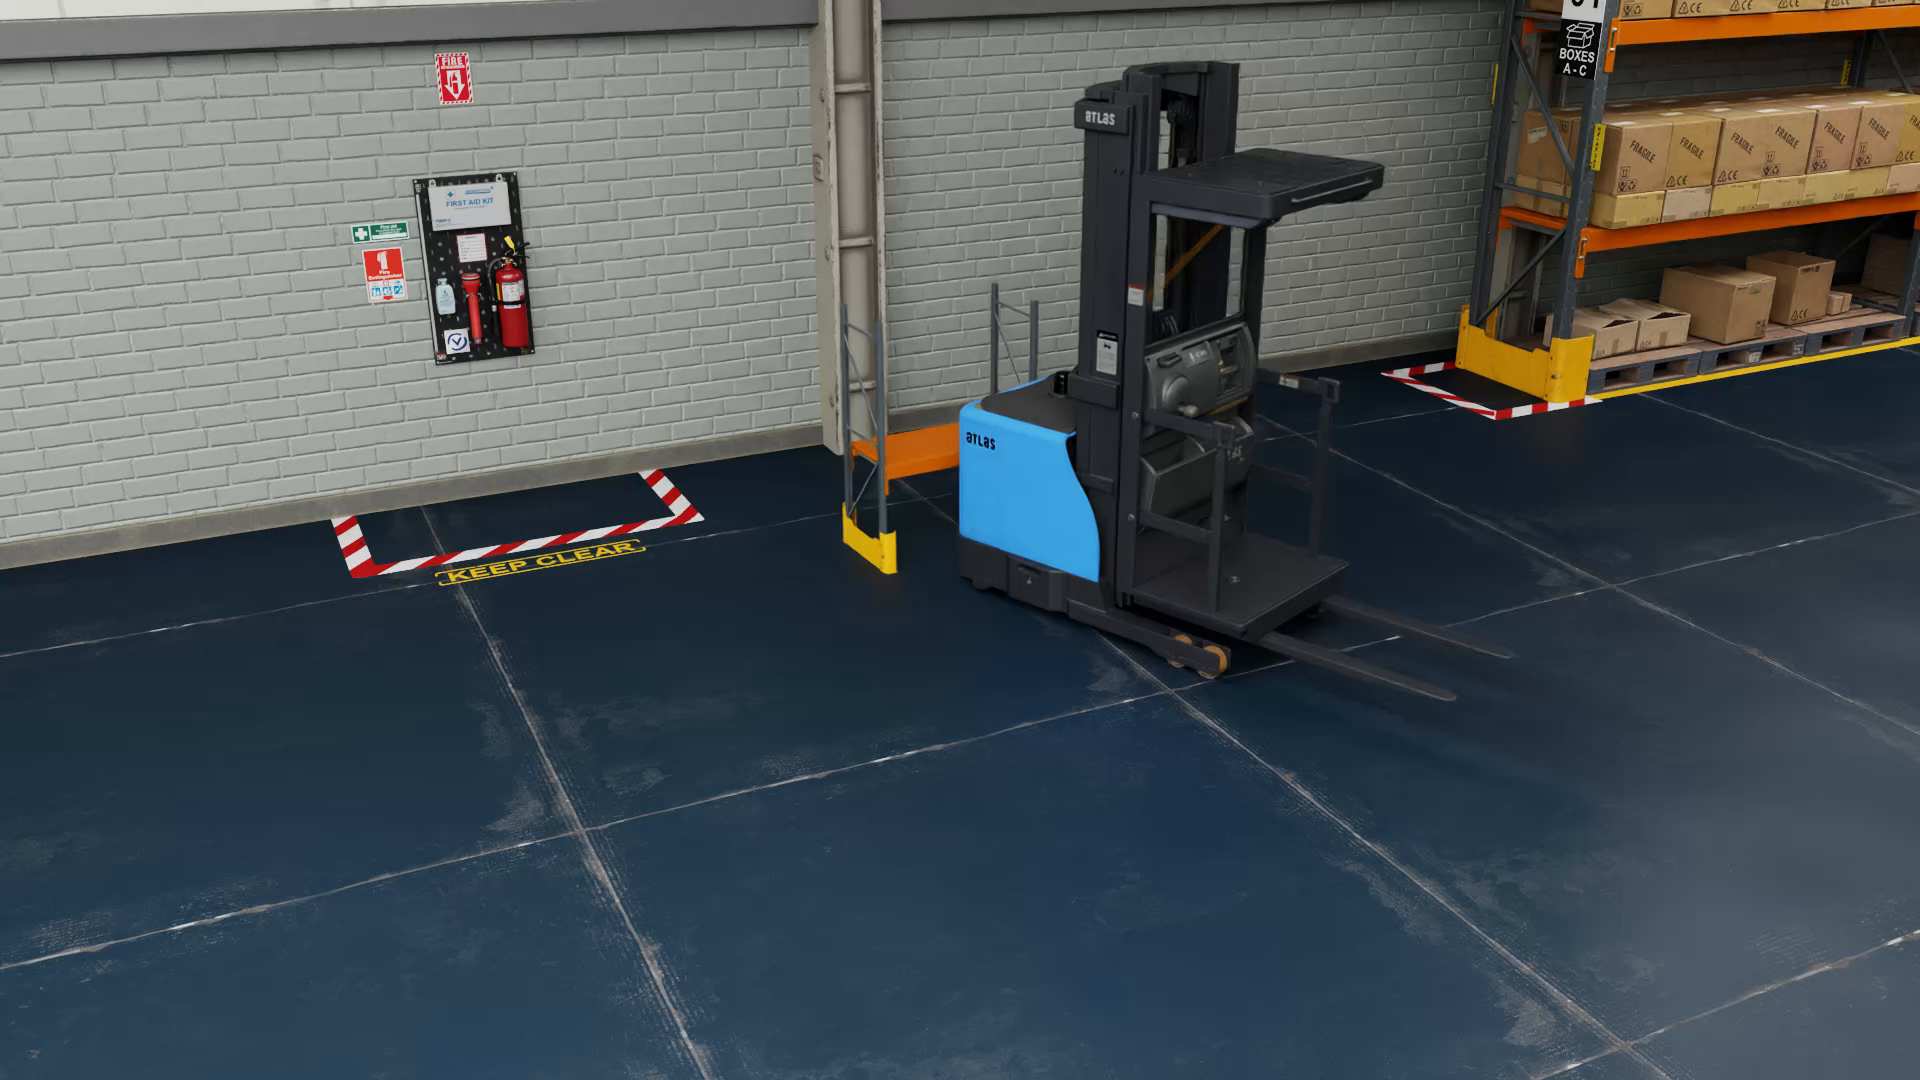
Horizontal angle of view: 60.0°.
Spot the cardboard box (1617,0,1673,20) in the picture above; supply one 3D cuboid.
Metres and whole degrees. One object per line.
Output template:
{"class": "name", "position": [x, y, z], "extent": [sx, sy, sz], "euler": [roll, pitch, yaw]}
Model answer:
{"class": "cardboard box", "position": [4.813, -4.058, 12.052], "extent": [0.500, 0.500, 0.500], "euler": [-10, 24, -22]}

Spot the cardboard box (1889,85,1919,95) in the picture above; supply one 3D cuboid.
{"class": "cardboard box", "position": [8.481, -3.633, 14.398], "extent": [0.500, 0.500, 0.700], "euler": [-10, 25, -23]}

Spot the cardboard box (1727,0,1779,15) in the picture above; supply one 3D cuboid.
{"class": "cardboard box", "position": [5.779, -4.222, 12.449], "extent": [0.500, 0.500, 0.500], "euler": [-9, 24, -21]}

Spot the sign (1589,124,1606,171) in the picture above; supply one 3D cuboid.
{"class": "sign", "position": [4.639, -2.860, 12.106], "extent": [0.005, 0.325, 0.100], "euler": [-10, 25, -24]}

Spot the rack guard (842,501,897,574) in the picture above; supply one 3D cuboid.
{"class": "rack guard", "position": [-0.546, -0.019, 9.968], "extent": [0.087, 0.250, 0.587], "euler": [-12, 25, -27]}

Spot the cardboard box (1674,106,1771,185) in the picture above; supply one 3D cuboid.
{"class": "cardboard box", "position": [5.882, -3.071, 12.937], "extent": [0.500, 0.500, 0.500], "euler": [-11, 25, -25]}

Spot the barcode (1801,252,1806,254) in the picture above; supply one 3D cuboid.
{"class": "barcode", "position": [7.417, -2.500, 14.642], "extent": [0.075, 0.075, 0.001], "euler": [-10, 25, -24]}

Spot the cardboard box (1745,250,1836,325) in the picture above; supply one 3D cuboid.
{"class": "cardboard box", "position": [7.090, -2.173, 14.271], "extent": [0.500, 0.500, 0.500], "euler": [-12, 26, -28]}

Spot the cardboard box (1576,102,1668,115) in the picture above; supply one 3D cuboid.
{"class": "cardboard box", "position": [5.194, -3.165, 13.164], "extent": [0.500, 0.500, 0.500], "euler": [-10, 25, -23]}

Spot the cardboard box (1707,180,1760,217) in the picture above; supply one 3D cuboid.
{"class": "cardboard box", "position": [5.904, -2.732, 13.098], "extent": [0.500, 0.250, 0.500], "euler": [-11, 25, -24]}

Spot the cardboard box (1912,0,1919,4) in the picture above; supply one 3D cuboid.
{"class": "cardboard box", "position": [7.657, -4.583, 13.320], "extent": [0.500, 0.500, 0.500], "euler": [-10, 24, -22]}

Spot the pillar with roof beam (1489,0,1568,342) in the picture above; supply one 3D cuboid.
{"class": "pillar with roof beam", "position": [6.526, -4.350, 8.992], "extent": [0.400, 9.000, 9.100], "euler": [-10, 25, -24]}

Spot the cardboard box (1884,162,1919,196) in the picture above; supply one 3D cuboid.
{"class": "cardboard box", "position": [7.712, -3.068, 13.909], "extent": [0.500, 0.250, 0.500], "euler": [-10, 25, -23]}

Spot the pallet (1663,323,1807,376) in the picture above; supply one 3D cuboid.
{"class": "pallet", "position": [6.317, -1.695, 14.068], "extent": [1.213, 0.211, 1.003], "euler": [-10, 25, -24]}

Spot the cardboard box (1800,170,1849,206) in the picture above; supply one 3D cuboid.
{"class": "cardboard box", "position": [6.813, -2.899, 13.502], "extent": [0.500, 0.250, 0.500], "euler": [-11, 25, -24]}

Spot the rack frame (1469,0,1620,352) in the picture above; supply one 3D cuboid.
{"class": "rack frame", "position": [4.403, -2.647, 12.723], "extent": [0.127, 3.000, 1.000], "euler": [-10, 25, -24]}

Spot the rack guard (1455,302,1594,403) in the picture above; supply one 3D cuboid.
{"class": "rack guard", "position": [4.472, -1.505, 13.232], "extent": [0.348, 0.500, 1.175], "euler": [-10, 25, -24]}

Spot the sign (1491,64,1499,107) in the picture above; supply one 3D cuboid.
{"class": "sign", "position": [4.181, -3.523, 12.911], "extent": [0.005, 0.325, 0.100], "euler": [-10, 25, -24]}

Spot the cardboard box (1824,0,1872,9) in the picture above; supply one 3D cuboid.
{"class": "cardboard box", "position": [6.716, -4.399, 12.876], "extent": [0.500, 0.500, 0.500], "euler": [-11, 25, -26]}

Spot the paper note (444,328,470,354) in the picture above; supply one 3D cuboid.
{"class": "paper note", "position": [-3.180, -1.257, 10.516], "extent": [0.142, 0.148, 0.016], "euler": [-10, 25, -24]}

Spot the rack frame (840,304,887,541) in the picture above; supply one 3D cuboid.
{"class": "rack frame", "position": [-0.563, -0.592, 9.720], "extent": [0.032, 1.500, 0.500], "euler": [-12, 25, -27]}

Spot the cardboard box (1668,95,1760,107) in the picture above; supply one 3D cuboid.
{"class": "cardboard box", "position": [6.111, -3.336, 13.577], "extent": [0.500, 0.500, 0.500], "euler": [-10, 25, -23]}

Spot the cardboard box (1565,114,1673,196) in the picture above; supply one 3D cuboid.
{"class": "cardboard box", "position": [4.964, -2.909, 12.546], "extent": [0.500, 0.500, 0.500], "euler": [-10, 25, -24]}

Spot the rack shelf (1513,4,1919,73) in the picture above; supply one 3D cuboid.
{"class": "rack shelf", "position": [6.205, -4.032, 13.089], "extent": [4.000, 0.370, 1.077], "euler": [-10, 25, -24]}

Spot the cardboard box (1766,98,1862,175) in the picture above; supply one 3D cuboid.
{"class": "cardboard box", "position": [6.810, -3.248, 13.363], "extent": [0.500, 0.500, 0.500], "euler": [-11, 25, -25]}

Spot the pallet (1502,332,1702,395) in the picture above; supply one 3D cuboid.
{"class": "pallet", "position": [5.219, -1.494, 13.583], "extent": [1.213, 0.211, 1.003], "euler": [-10, 25, -24]}

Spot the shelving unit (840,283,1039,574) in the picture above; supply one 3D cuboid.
{"class": "shelving unit", "position": [-0.111, -0.689, 9.954], "extent": [1.083, 1.500, 0.587], "euler": [-12, 25, -27]}

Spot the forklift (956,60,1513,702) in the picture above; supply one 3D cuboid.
{"class": "forklift", "position": [1.412, -0.870, 8.519], "extent": [3.031, 2.935, 1.130], "euler": [19, 29, 38]}

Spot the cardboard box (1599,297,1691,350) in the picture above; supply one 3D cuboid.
{"class": "cardboard box", "position": [5.579, -1.786, 13.584], "extent": [0.500, 0.311, 0.500], "euler": [-8, 24, -19]}

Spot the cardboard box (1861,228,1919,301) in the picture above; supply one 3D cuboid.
{"class": "cardboard box", "position": [8.664, -2.487, 15.029], "extent": [0.500, 0.500, 0.700], "euler": [-10, 24, -22]}

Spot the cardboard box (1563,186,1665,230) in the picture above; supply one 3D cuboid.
{"class": "cardboard box", "position": [4.981, -2.559, 12.679], "extent": [0.500, 0.250, 0.500], "euler": [-11, 25, -25]}

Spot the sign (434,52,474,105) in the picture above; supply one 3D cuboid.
{"class": "sign", "position": [-3.041, -2.773, 9.997], "extent": [0.199, 0.298, 0.001], "euler": [-10, 25, -24]}

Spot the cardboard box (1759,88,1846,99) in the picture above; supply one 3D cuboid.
{"class": "cardboard box", "position": [7.026, -3.507, 13.989], "extent": [0.500, 0.500, 0.500], "euler": [-11, 25, -24]}

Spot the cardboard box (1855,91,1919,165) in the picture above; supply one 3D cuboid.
{"class": "cardboard box", "position": [7.716, -3.412, 13.761], "extent": [0.500, 0.500, 0.500], "euler": [-10, 25, -24]}
